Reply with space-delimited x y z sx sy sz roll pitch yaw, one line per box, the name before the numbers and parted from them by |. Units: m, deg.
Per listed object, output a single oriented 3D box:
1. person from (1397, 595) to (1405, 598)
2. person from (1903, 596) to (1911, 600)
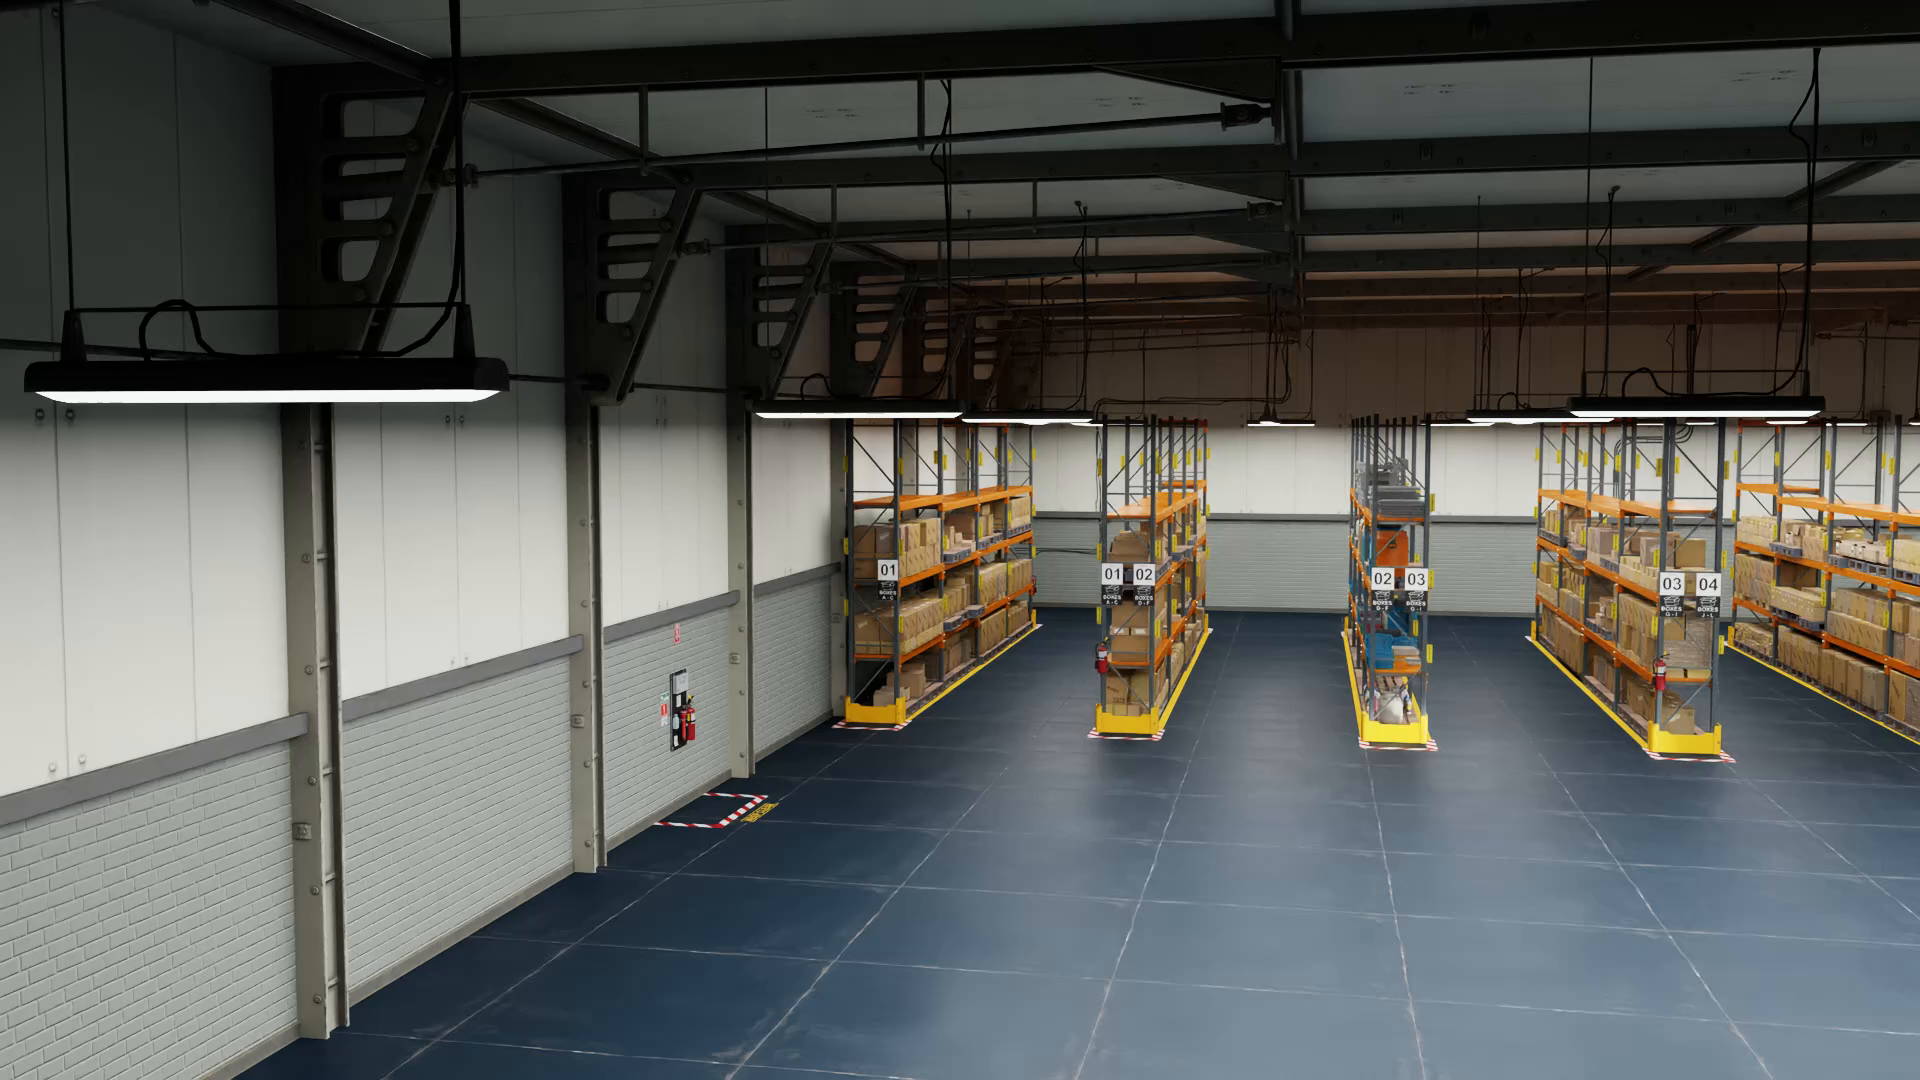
person | 12.538 1.685 47.142 0.574 1.790 0.486 2 4 27
person | 22.390 2.201 39.592 0.545 1.762 0.598 -4 5 -43
